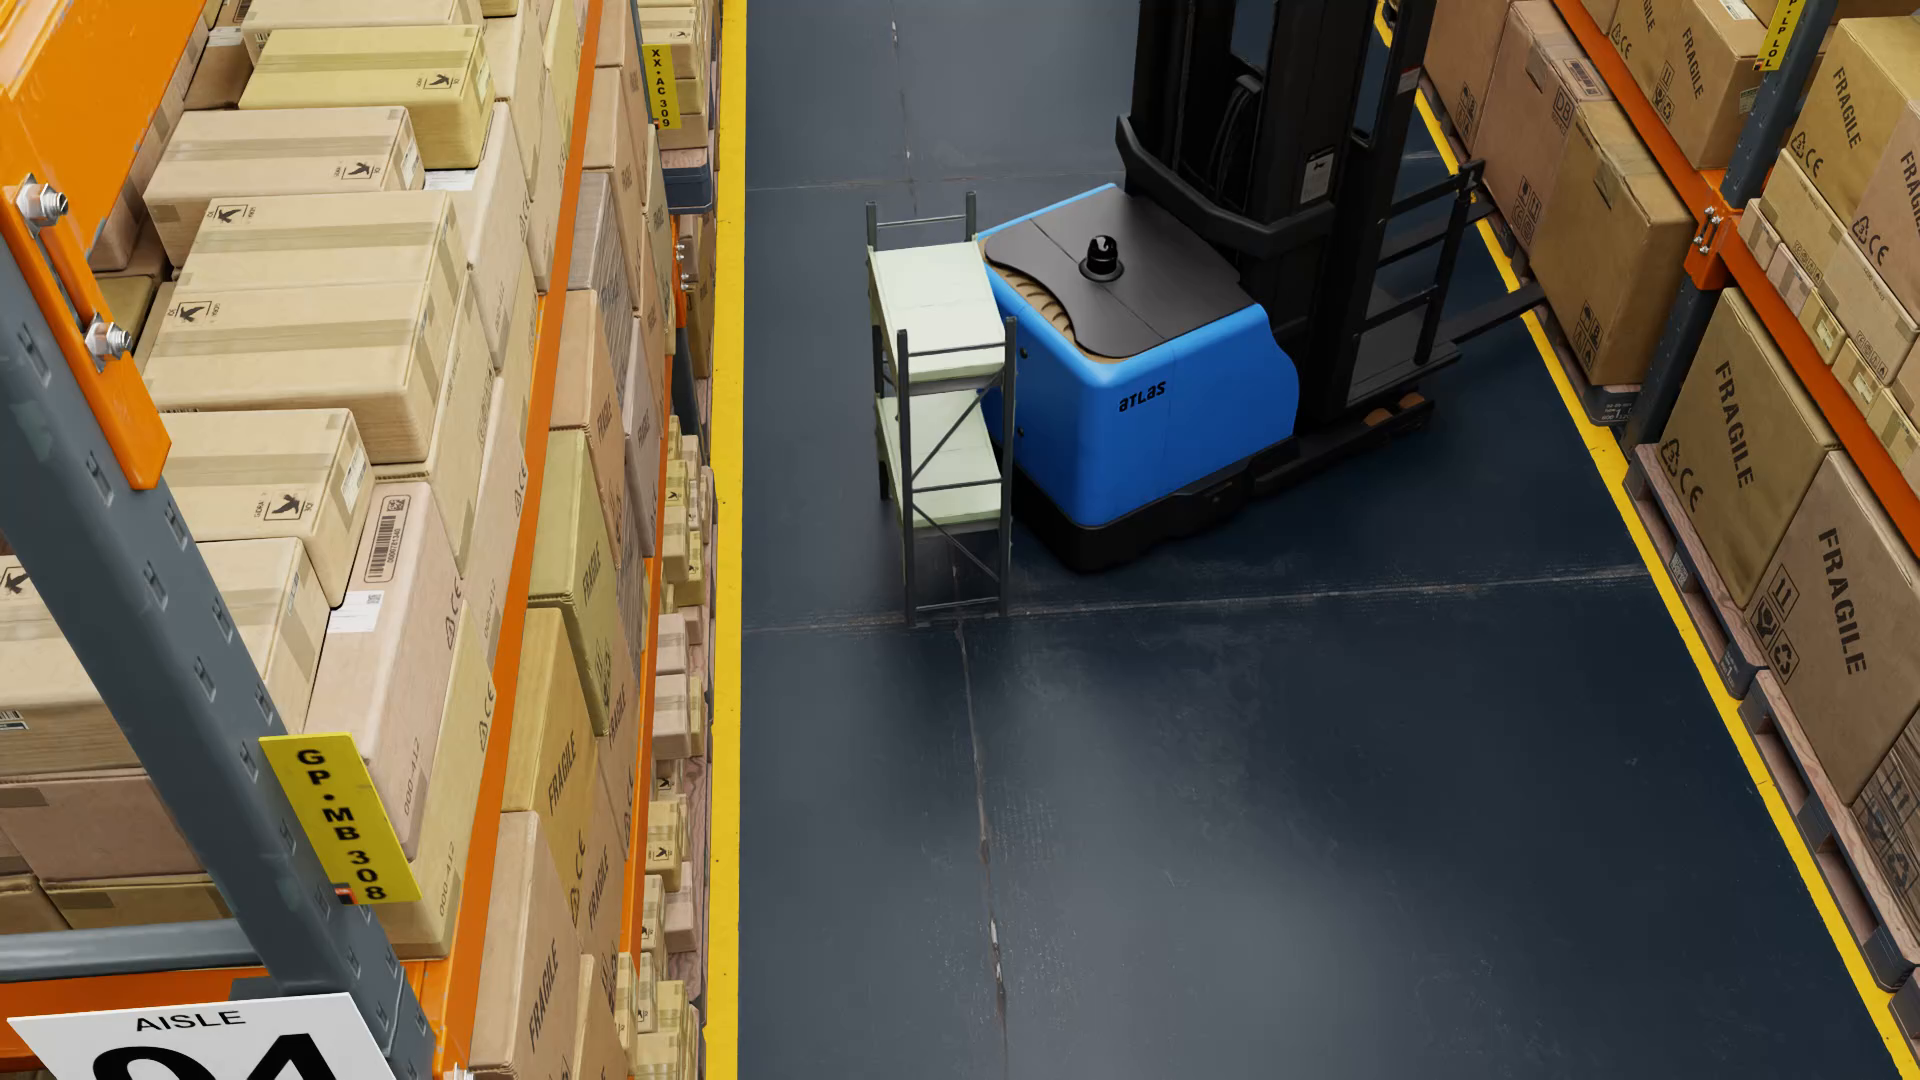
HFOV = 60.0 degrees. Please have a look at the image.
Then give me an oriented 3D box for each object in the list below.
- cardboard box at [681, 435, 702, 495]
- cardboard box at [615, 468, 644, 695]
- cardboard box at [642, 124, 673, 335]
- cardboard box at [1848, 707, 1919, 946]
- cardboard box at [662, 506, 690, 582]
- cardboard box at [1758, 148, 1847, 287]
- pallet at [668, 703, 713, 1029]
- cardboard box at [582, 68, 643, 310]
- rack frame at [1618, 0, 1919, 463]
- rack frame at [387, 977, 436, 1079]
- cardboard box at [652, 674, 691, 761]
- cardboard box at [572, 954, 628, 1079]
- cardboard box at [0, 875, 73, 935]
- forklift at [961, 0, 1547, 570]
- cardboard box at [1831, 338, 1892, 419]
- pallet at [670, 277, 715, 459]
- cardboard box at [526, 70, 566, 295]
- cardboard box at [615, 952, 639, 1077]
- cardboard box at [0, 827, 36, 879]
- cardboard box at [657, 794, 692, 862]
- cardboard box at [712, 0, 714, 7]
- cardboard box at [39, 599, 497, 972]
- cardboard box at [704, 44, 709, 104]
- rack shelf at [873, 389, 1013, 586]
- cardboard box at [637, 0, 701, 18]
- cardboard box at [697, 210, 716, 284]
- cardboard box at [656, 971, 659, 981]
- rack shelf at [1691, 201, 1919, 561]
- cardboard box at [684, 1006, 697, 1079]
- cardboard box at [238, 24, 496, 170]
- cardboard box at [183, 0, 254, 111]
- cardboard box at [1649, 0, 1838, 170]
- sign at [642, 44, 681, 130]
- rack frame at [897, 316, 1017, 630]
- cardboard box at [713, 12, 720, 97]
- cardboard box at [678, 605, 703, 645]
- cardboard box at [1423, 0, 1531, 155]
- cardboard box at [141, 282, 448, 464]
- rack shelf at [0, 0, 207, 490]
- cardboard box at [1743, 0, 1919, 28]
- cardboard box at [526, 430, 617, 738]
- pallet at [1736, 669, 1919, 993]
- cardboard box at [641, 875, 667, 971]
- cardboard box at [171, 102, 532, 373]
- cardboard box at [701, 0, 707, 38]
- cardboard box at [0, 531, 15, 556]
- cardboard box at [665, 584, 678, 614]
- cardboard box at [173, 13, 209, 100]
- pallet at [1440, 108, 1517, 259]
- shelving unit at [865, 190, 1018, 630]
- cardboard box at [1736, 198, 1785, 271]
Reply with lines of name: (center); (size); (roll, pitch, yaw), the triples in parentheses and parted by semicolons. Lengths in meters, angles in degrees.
cardboard box: (-1.220, -0.270, 6.546); (0.380, 0.149, 0.250); (-3, 47, -2)
cardboard box: (-1.138, 0.094, 4.458); (0.500, 0.500, 0.500); (-5, 47, -4)
cardboard box: (-1.241, -1.016, 5.509); (0.500, 0.500, 0.500); (-3, 47, -3)
cardboard box: (3.513, 0.923, 5.121); (0.875, 0.875, 0.875); (-3, 47, -3)
cardboard box: (-1.185, 0.023, 6.064); (0.380, 0.149, 0.250); (-4, 47, -4)
cardboard box: (3.166, -1.136, 5.794); (0.500, 0.250, 0.500); (-4, 47, -4)
pallet: (-1.366, 1.115, 5.685); (1.003, 0.211, 1.213); (-3, 47, -3)
cardboard box: (-1.206, -0.995, 4.801); (0.500, 0.500, 0.500); (-5, 47, -5)
rack frame: (3.388, -1.441, 6.185); (1.000, 3.000, 0.127); (-3, 47, -3)
rack frame: (-1.228, 1.682, 3.228); (1.000, 3.000, 0.127); (-3, 47, -3)
cardboard box: (-1.092, 0.600, 5.517); (0.380, 0.149, 0.250); (-5, 47, -5)
cardboard box: (-0.991, 1.203, 3.407); (0.500, 0.500, 0.500); (-1, 47, -1)
cardboard box: (-1.530, 0.389, 2.490); (0.500, 0.250, 0.500); (-4, 47, -4)
forklift: (1.481, -1.718, 6.495); (3.031, 2.935, 1.130); (-25, 51, -22)
cardboard box: (3.150, -0.549, 5.514); (0.380, 0.149, 0.250); (-5, 47, -4)
pallet: (-1.630, -0.817, 7.515); (1.003, 0.211, 1.213); (-3, 47, -3)
cardboard box: (-1.139, -0.766, 3.583); (0.500, 0.250, 0.500); (-4, 47, -3)
cardboard box: (-0.961, 1.134, 3.919); (0.380, 0.149, 0.250); (-5, 47, -4)
cardboard box: (-1.520, 0.212, 2.313); (0.500, 0.250, 0.500); (-5, 47, -5)
cardboard box: (-1.096, 1.001, 5.547); (0.380, 0.149, 0.250); (-3, 47, -3)
cardboard box: (-1.226, -2.330, 6.911); (0.380, 0.149, 0.250); (-5, 47, -5)
cardboard box: (-1.011, 0.362, 2.516); (0.500, 0.250, 0.500); (-2, 47, -2)
cardboard box: (-1.167, -1.784, 6.393); (0.380, 0.149, 0.250); (-3, 47, -3)
rack shelf: (-0.075, -0.232, 6.522); (0.431, 0.370, 0.720); (-7, 47, -7)
cardboard box: (-1.167, -1.989, 6.179); (0.380, 0.149, 0.250); (-2, 47, -2)
cardboard box: (-1.407, -1.431, 7.608); (0.500, 0.500, 0.500); (-2, 47, -1)
cardboard box: (-1.122, 1.269, 5.088); (0.380, 0.149, 0.250); (-6, 47, -5)
rack shelf: (3.555, 0.254, 5.076); (1.077, 0.370, 4.000); (-3, 47, -3)
cardboard box: (-0.996, 1.564, 5.014); (0.380, 0.149, 0.250); (-3, 47, -3)
cardboard box: (-1.056, -0.794, 2.991); (0.380, 0.149, 0.250); (-2, 47, -2)
cardboard box: (-1.635, -0.894, 3.361); (0.500, 0.250, 0.500); (-5, 47, -5)
cardboard box: (3.077, -1.797, 6.453); (0.500, 0.500, 0.500); (-3, 47, -3)
sign: (-1.023, -1.549, 5.691); (0.100, 0.325, 0.005); (-3, 47, -3)
rack frame: (-0.010, -0.194, 6.037); (0.400, 1.500, 0.023); (-7, 47, -7)
cardboard box: (-1.543, -2.555, 8.673); (0.500, 0.500, 0.500); (-2, 47, -2)
cardboard box: (-1.166, 0.267, 6.242); (0.380, 0.149, 0.250); (-5, 47, -5)
cardboard box: (3.157, -2.603, 8.460); (1.225, 0.875, 0.875); (-3, 47, -3)
cardboard box: (-0.982, -0.242, 2.468); (0.380, 0.149, 0.250); (-4, 47, -3)
rack shelf: (-1.396, -1.580, 2.682); (1.077, 0.370, 4.000); (-3, 47, -3)
cardboard box: (3.326, -2.282, 6.222); (0.797, 0.503, 0.637); (-5, 47, -4)
cardboard box: (-1.071, 0.118, 3.747); (0.500, 0.500, 0.500); (-4, 47, -4)
pallet: (3.479, 0.958, 5.834); (1.003, 0.211, 1.213); (-3, 47, -3)
cardboard box: (-1.087, 1.155, 4.991); (0.380, 0.149, 0.250); (-2, 47, -2)
cardboard box: (-1.081, -0.547, 3.032); (0.500, 0.250, 0.500); (-3, 47, -3)
cardboard box: (-1.184, -2.060, 6.450); (0.380, 0.149, 0.250); (-2, 47, -2)
cardboard box: (-1.493, -0.013, 2.251); (0.380, 0.149, 0.250); (-3, 47, -3)
cardboard box: (-1.222, 0.305, 6.001); (0.380, 0.149, 0.250); (-3, 47, -3)
cardboard box: (-1.656, -0.944, 3.133); (0.380, 0.149, 0.250); (-5, 47, -4)
pallet: (3.143, -1.920, 8.560); (1.003, 0.211, 1.213); (-3, 47, -3)
shelving unit: (-0.075, -0.456, 6.285); (0.431, 1.500, 0.755); (-7, 47, -7)
cardboard box: (3.081, -1.120, 6.054); (0.380, 0.149, 0.250); (-3, 47, -3)
